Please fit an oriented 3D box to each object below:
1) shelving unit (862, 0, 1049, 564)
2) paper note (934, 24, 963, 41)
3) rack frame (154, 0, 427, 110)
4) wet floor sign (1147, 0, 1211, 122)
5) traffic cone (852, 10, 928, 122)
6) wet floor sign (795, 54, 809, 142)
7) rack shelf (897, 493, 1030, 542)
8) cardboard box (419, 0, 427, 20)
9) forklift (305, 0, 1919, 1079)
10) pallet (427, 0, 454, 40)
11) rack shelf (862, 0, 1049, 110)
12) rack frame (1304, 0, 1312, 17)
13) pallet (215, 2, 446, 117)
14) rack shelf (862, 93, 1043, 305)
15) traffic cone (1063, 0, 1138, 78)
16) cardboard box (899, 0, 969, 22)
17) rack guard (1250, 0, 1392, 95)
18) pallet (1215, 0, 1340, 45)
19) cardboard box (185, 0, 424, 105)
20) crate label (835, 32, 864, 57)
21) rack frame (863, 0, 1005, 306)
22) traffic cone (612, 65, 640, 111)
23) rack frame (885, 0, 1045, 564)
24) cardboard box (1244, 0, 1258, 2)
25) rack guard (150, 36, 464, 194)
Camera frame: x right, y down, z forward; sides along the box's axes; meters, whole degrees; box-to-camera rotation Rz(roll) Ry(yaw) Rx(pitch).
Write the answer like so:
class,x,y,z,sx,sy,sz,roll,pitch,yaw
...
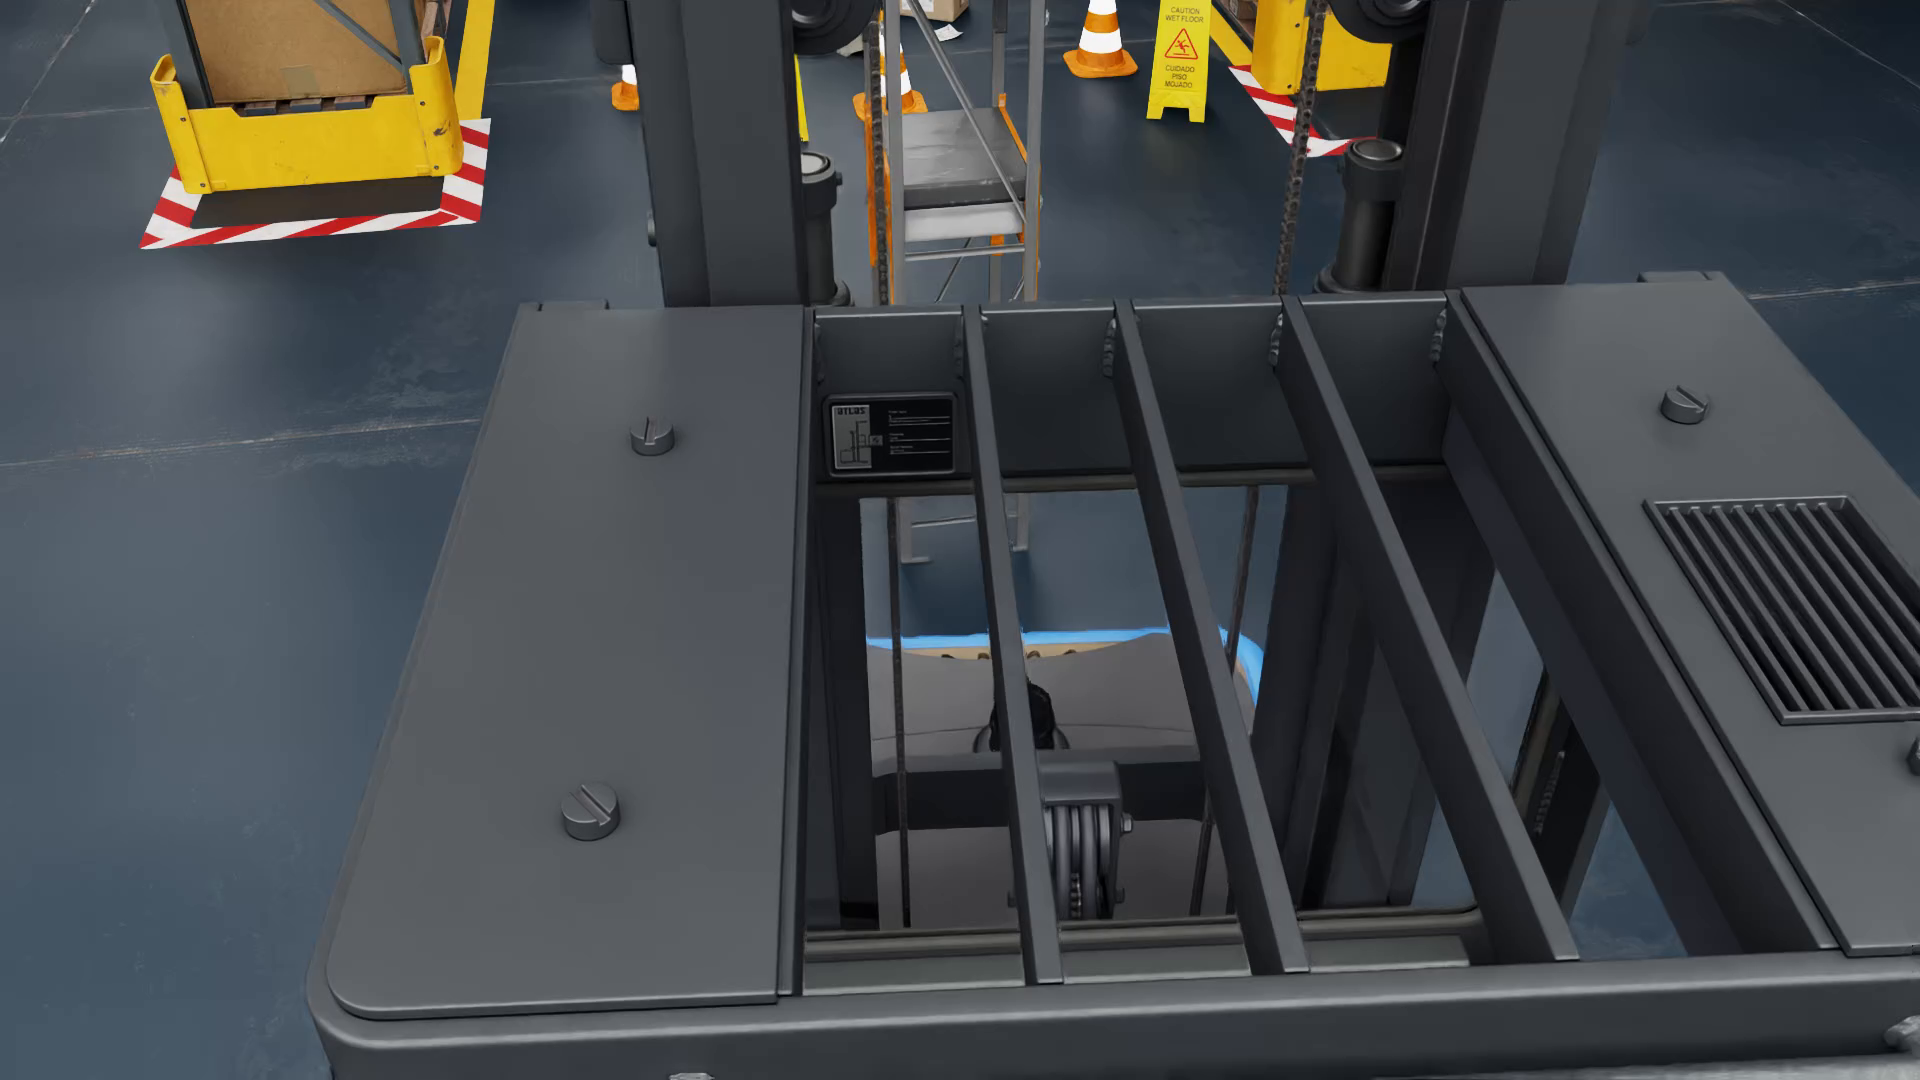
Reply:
class,x,y,z,sx,sy,sz,roll,pitch,yaw
shelving unit,-0.029,-0.929,4.735,0.431,2.100,0.503,-6,38,-8
paper note,-0.079,-2.628,8.608,0.148,0.019,0.142,-20,42,-23
rack frame,-2.810,-2.850,6.474,1.000,3.000,0.127,-6,38,-8
wet floor sign,1.026,-2.284,7.664,0.267,0.644,0.232,6,38,8
traffic cone,-0.333,-2.238,7.753,0.336,0.463,0.334,-6,38,-8
wet floor sign,-0.855,-2.116,7.447,0.267,0.644,0.232,-13,40,-16
rack shelf,-0.029,-0.366,5.172,0.431,0.518,0.480,-6,38,-8
cardboard box,-3.150,-3.111,8.198,0.875,0.875,0.875,-7,38,-9
forklift,0.169,0.771,1.869,1.130,2.935,3.031,-2,38,-2
pallet,-3.237,-2.959,8.886,1.003,0.211,1.213,-6,38,-8
rack shelf,-0.029,-1.471,4.313,0.431,0.518,0.480,-6,38,-8
rack frame,2.046,-3.443,7.237,1.000,3.000,0.127,-6,38,-8
pallet,-3.027,-2.223,7.940,1.003,0.211,1.213,-6,38,-8
rack shelf,-0.029,-0.918,4.743,0.431,0.518,0.480,-6,38,-8
traffic cone,0.701,-2.563,8.171,0.336,0.463,0.334,-6,38,-8
cardboard box,-0.172,-2.892,8.851,0.380,0.149,0.250,13,40,16
rack guard,2.033,-2.502,8.063,1.175,0.500,0.348,-6,38,-8
pallet,1.925,-2.883,8.788,1.003,0.211,1.213,-6,38,-8
cardboard box,-2.994,-2.579,7.515,0.875,0.875,0.875,-6,38,-8
crate label,-0.531,-2.577,8.456,0.250,0.136,0.298,-27,45,-31
rack frame,-0.072,-1.077,4.924,0.400,2.100,0.015,-6,38,-8
traffic cone,-1.505,-2.322,7.861,0.336,0.463,0.334,-6,38,-8
rack frame,0.014,-0.782,4.545,0.400,2.100,0.015,-6,38,-8
cardboard box,1.635,-2.997,8.562,0.500,0.250,0.500,-6,38,-8
rack guard,-2.805,-1.848,7.222,1.175,0.500,0.348,-6,38,-8
